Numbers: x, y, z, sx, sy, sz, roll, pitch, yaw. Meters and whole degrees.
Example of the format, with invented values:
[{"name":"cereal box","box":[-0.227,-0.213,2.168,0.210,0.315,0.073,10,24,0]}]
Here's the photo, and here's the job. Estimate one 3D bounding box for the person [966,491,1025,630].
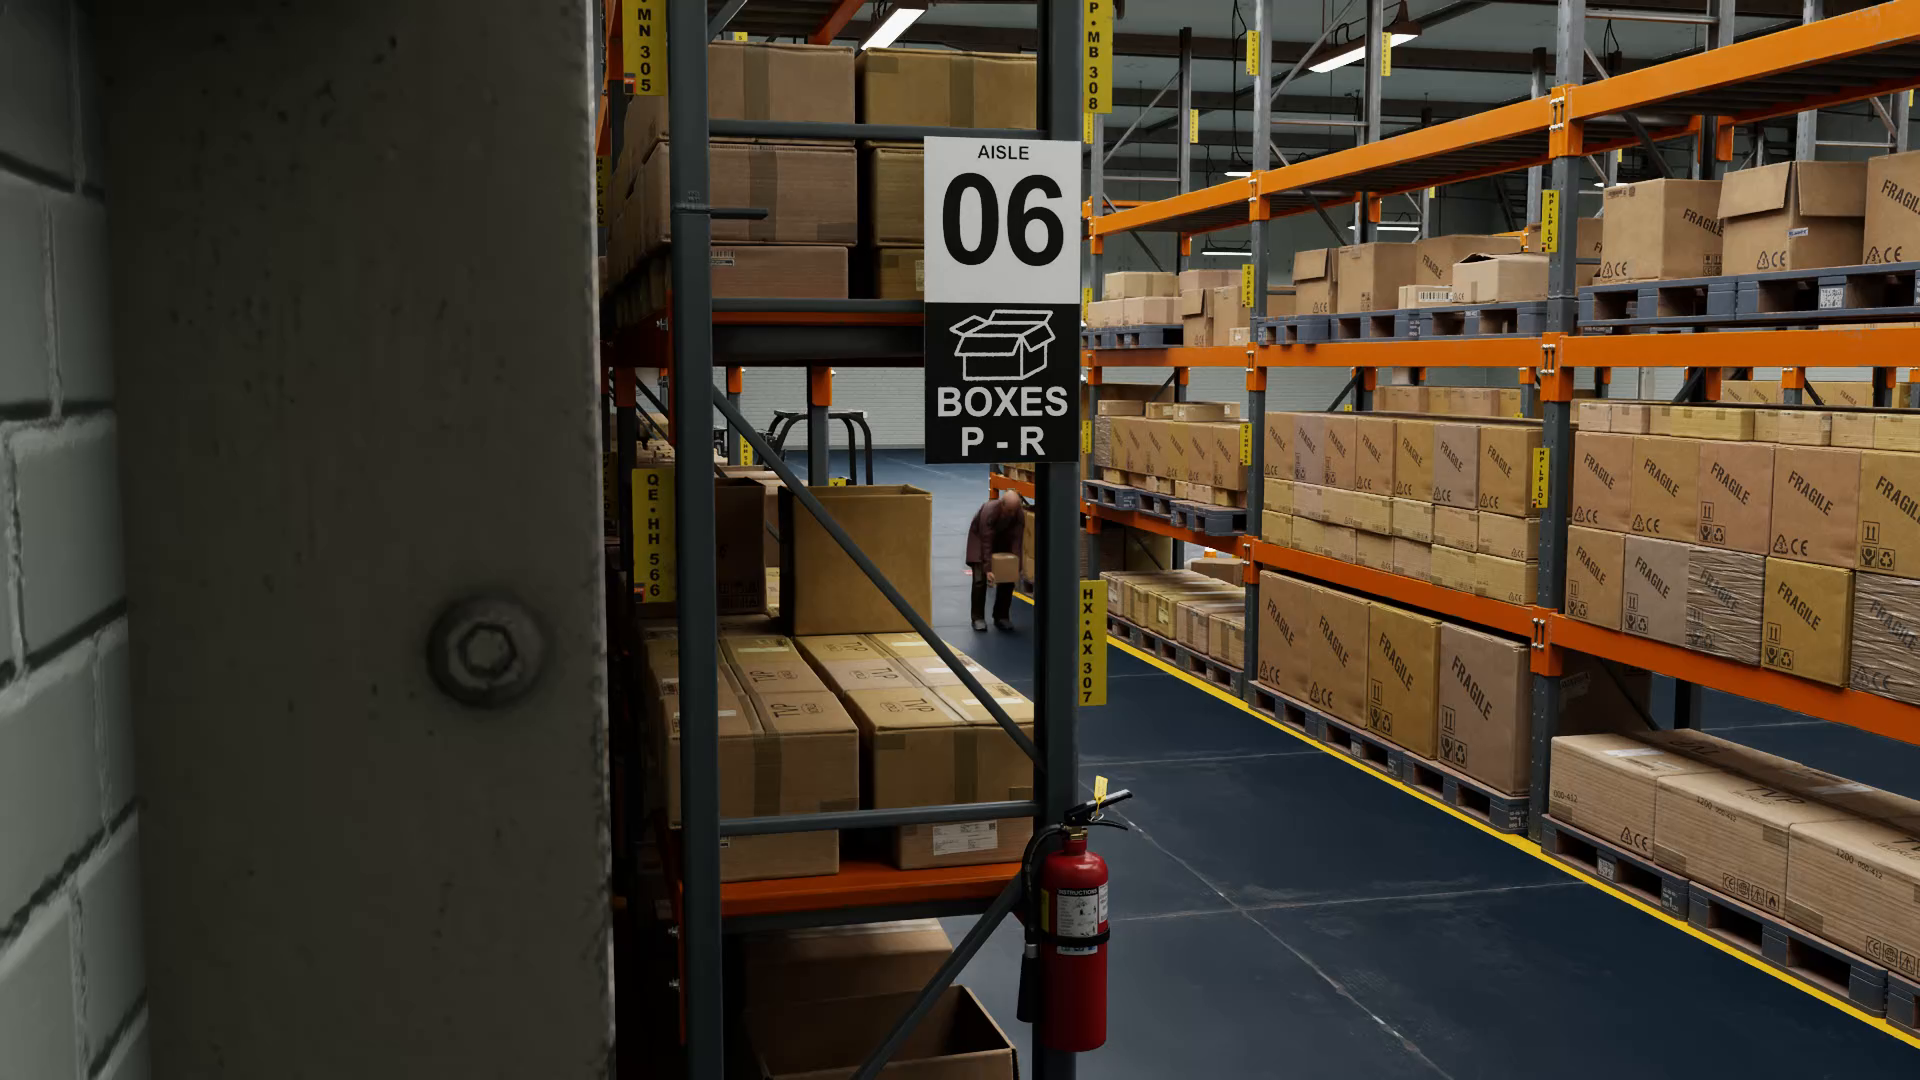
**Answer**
[{"name":"person","box":[0.379,0.212,16.614,0.551,1.416,0.860,-2,6,-18]}]
